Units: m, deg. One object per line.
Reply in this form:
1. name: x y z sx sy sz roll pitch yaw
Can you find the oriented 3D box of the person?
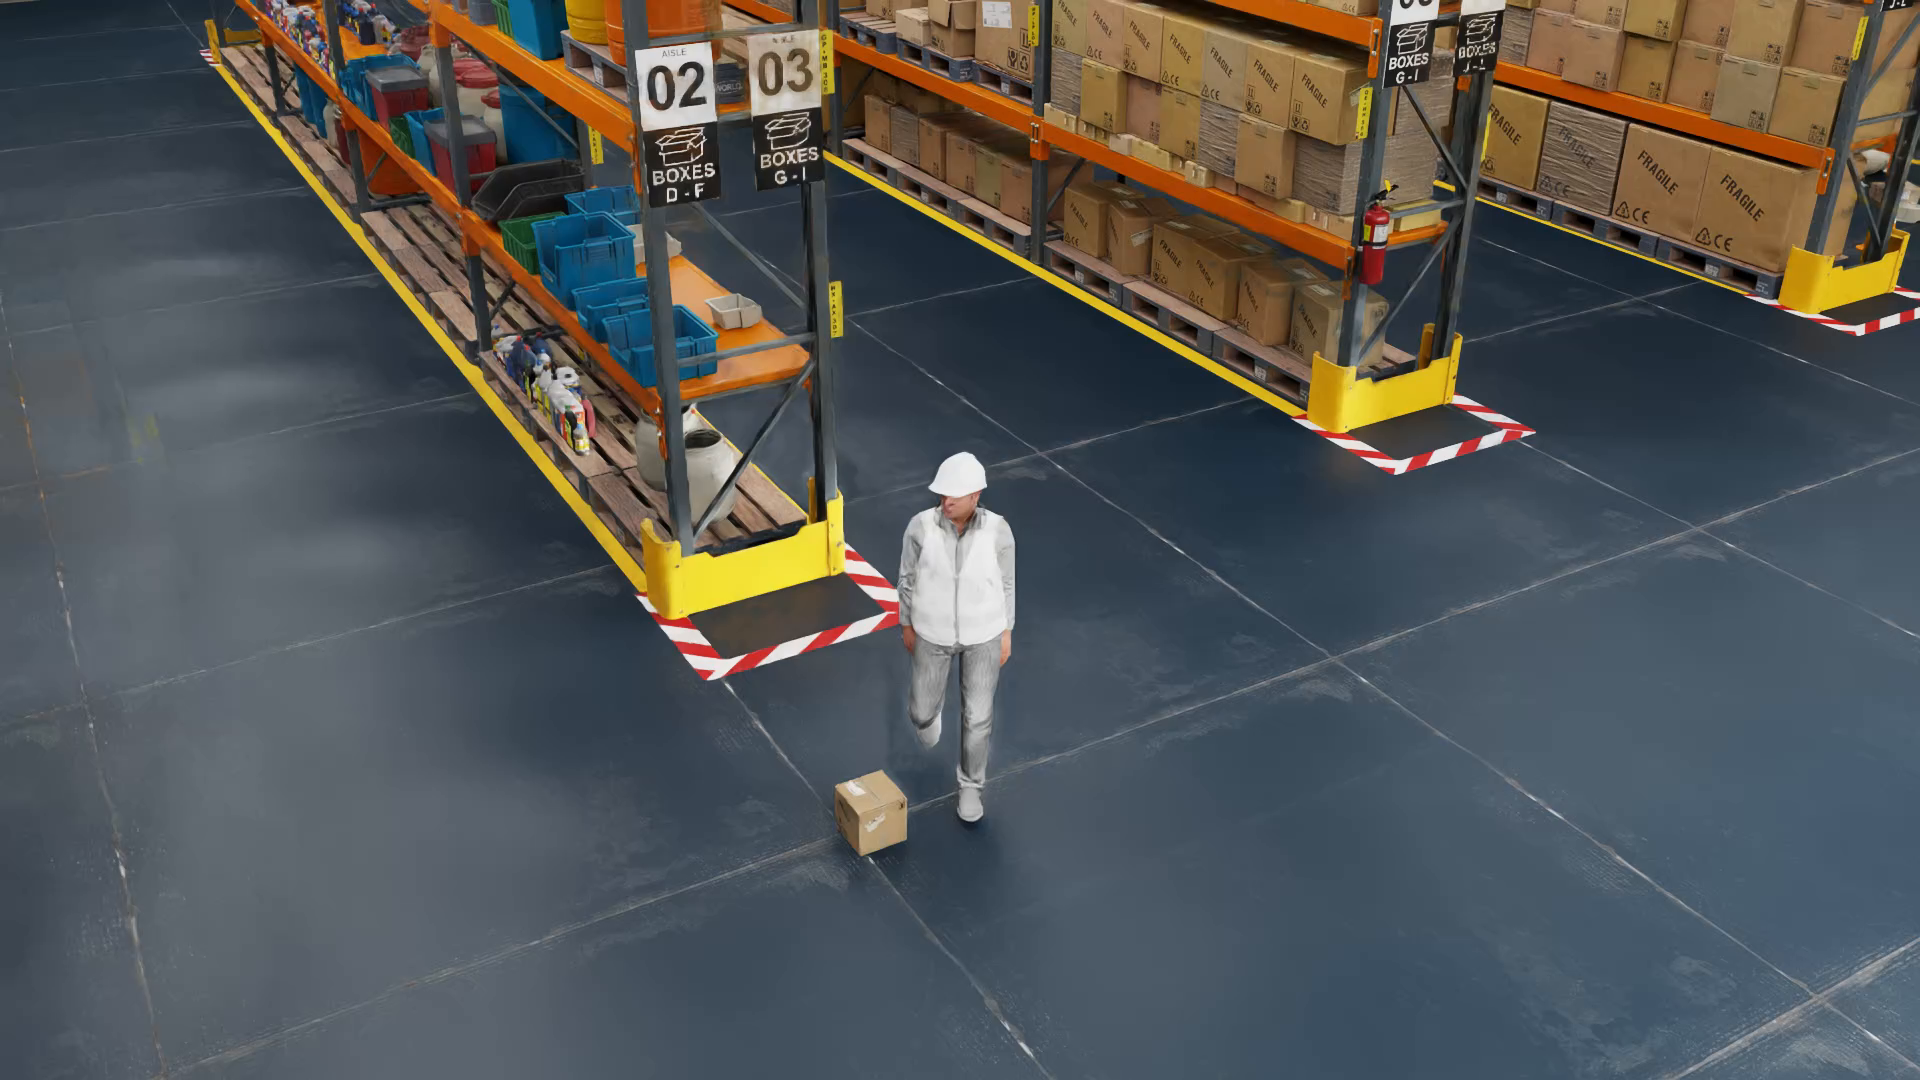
1. person: -0.018 0.420 7.787 0.549 1.750 0.753 1 29 1
